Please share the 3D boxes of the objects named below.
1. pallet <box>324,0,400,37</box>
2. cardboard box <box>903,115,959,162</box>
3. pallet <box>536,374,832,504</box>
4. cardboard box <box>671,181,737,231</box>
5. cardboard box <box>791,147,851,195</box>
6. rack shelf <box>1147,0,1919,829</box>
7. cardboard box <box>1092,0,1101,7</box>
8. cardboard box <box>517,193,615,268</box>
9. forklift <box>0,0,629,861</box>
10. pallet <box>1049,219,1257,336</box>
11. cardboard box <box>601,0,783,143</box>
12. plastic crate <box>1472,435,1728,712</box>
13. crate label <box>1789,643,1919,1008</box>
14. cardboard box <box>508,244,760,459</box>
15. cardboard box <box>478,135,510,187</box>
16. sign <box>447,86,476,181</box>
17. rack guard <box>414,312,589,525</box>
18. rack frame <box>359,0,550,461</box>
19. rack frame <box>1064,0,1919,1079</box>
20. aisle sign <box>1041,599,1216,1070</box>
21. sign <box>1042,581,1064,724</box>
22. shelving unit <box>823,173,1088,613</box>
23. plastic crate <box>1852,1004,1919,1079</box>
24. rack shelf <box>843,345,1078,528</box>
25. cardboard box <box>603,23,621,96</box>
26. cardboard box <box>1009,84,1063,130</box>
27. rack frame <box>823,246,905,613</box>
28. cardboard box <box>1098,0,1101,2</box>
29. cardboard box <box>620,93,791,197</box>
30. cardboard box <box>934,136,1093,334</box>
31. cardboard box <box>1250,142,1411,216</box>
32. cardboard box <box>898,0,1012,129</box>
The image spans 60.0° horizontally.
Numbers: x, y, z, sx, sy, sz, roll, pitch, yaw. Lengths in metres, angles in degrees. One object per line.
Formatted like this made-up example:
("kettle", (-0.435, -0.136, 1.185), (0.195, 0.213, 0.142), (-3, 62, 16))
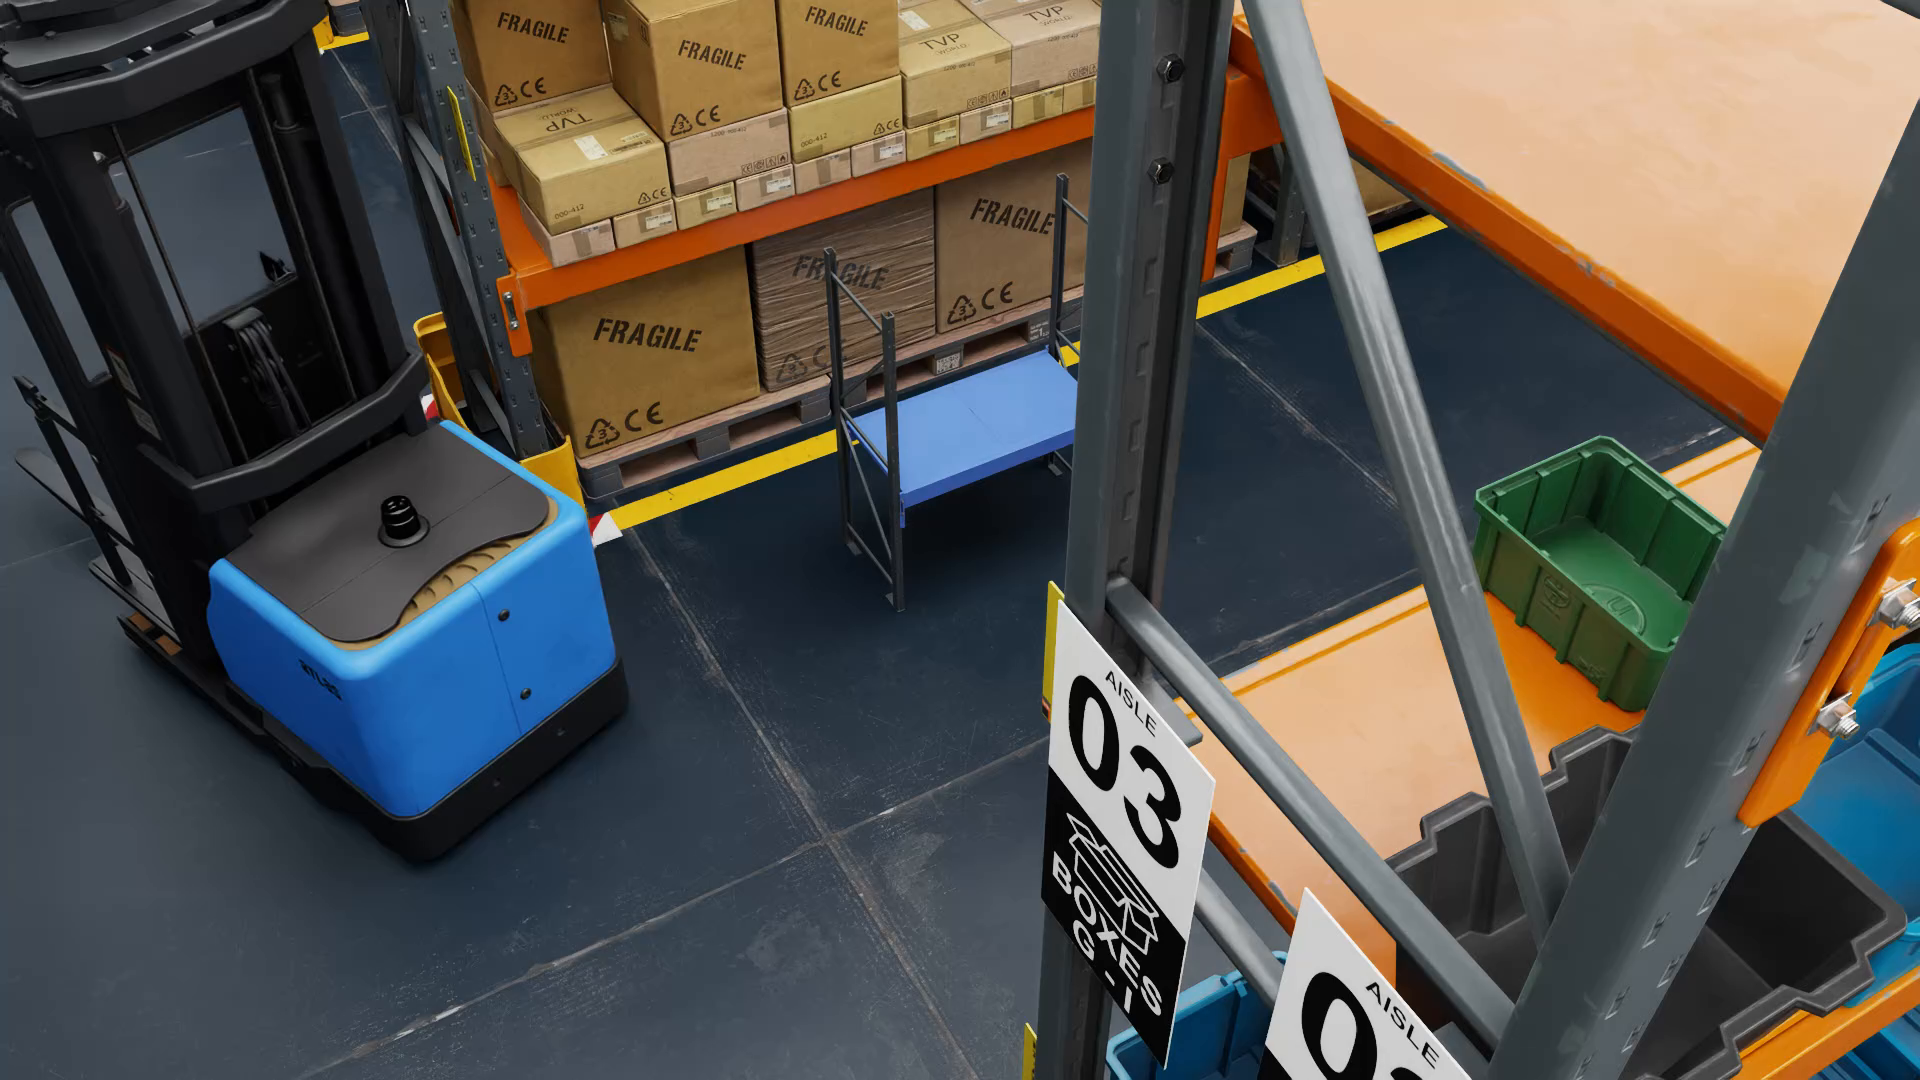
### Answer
("pallet", (-3.607, -3.731, 10.872), (1.213, 0.211, 1.003), (-22, 48, -21))
("cardboard box", (-0.206, -1.783, 7.043), (0.250, 0.149, 0.380), (-23, 49, -22))
("pallet", (-1.357, -0.739, 7.789), (1.213, 0.211, 1.003), (-22, 48, -21))
("cardboard box", (-1.096, -1.427, 6.677), (0.250, 0.149, 0.380), (-23, 49, -22))
("cardboard box", (-0.649, -1.606, 6.861), (0.250, 0.149, 0.380), (-23, 49, -22))
("rack shelf", (2.190, -0.869, 2.417), (4.000, 0.370, 1.077), (-22, 48, -21))
("cardboard box", (0.757, -2.363, 7.354), (0.500, 0.250, 0.500), (-20, 48, -20))
("cardboard box", (-1.539, -1.248, 6.492), (0.250, 0.149, 0.380), (-21, 48, -21))
("forklift", (-2.743, -0.781, 5.880), (3.031, 2.935, 1.130), (30, 51, 27))
("pallet", (0.759, -1.585, 8.661), (1.213, 0.211, 1.003), (-22, 48, -21))
("cardboard box", (-1.027, -1.914, 6.353), (0.500, 0.500, 0.500), (-23, 49, -22))
("plastic crate", (1.169, 0.061, 2.961), (0.336, 0.188, 0.450), (-22, 48, -21))
("crate label", (1.417, 0.428, 2.537), (0.502, 0.251, 0.408), (-22, 48, -21))
("cardboard box", (-1.496, -1.073, 7.356), (0.875, 0.875, 0.875), (-22, 48, -21))
("cardboard box", (-1.867, -1.647, 6.903), (0.250, 0.149, 0.380), (-21, 48, -20))
("sign", (-1.740, -1.417, 5.807), (0.005, 0.325, 0.100), (-22, 48, -21))
("rack guard", (-2.032, -0.509, 7.345), (0.348, 0.500, 1.175), (-22, 48, -21))
("rack frame", (-2.011, -1.415, 6.483), (0.127, 3.000, 1.000), (-22, 48, -21))
("rack frame", (0.456, -0.577, 1.312), (0.127, 3.000, 1.000), (-22, 48, -21))
("aisle sign", (0.248, 0.491, 2.653), (0.004, 0.787, 0.394), (-22, 48, -21))
("sign", (0.168, 0.211, 2.730), (0.005, 0.325, 0.100), (-22, 48, -21))
("shelving unit", (0.074, -0.568, 6.688), (1.048, 1.500, 0.538), (-22, 48, -21))
("plastic crate", (2.236, 1.167, 3.900), (0.300, 0.233, 0.416), (-22, 48, -21))
("rack shelf", (0.074, -0.439, 6.813), (1.000, 0.185, 0.538), (-22, 48, -21))
("cardboard box", (-1.283, -1.972, 6.951), (0.500, 0.250, 0.500), (-23, 49, -22))
("cardboard box", (0.242, -1.963, 7.228), (0.250, 0.149, 0.380), (-23, 48, -22))
("rack frame", (-0.367, -0.391, 6.506), (0.032, 1.500, 0.500), (-22, 48, -21))
("cardboard box", (0.755, -2.632, 7.093), (0.500, 0.500, 0.500), (-21, 48, -21))
("cardboard box", (-1.013, -1.655, 6.625), (0.500, 0.250, 0.500), (-22, 48, -21))
("cardboard box", (0.064, -1.698, 7.999), (0.875, 0.875, 0.875), (-22, 48, -21))
("cardboard box", (2.002, -2.425, 8.748), (0.875, 0.875, 1.225), (-22, 48, -21))
("cardboard box", (-0.126, -2.012, 6.993), (0.500, 0.250, 0.500), (-23, 49, -22))
